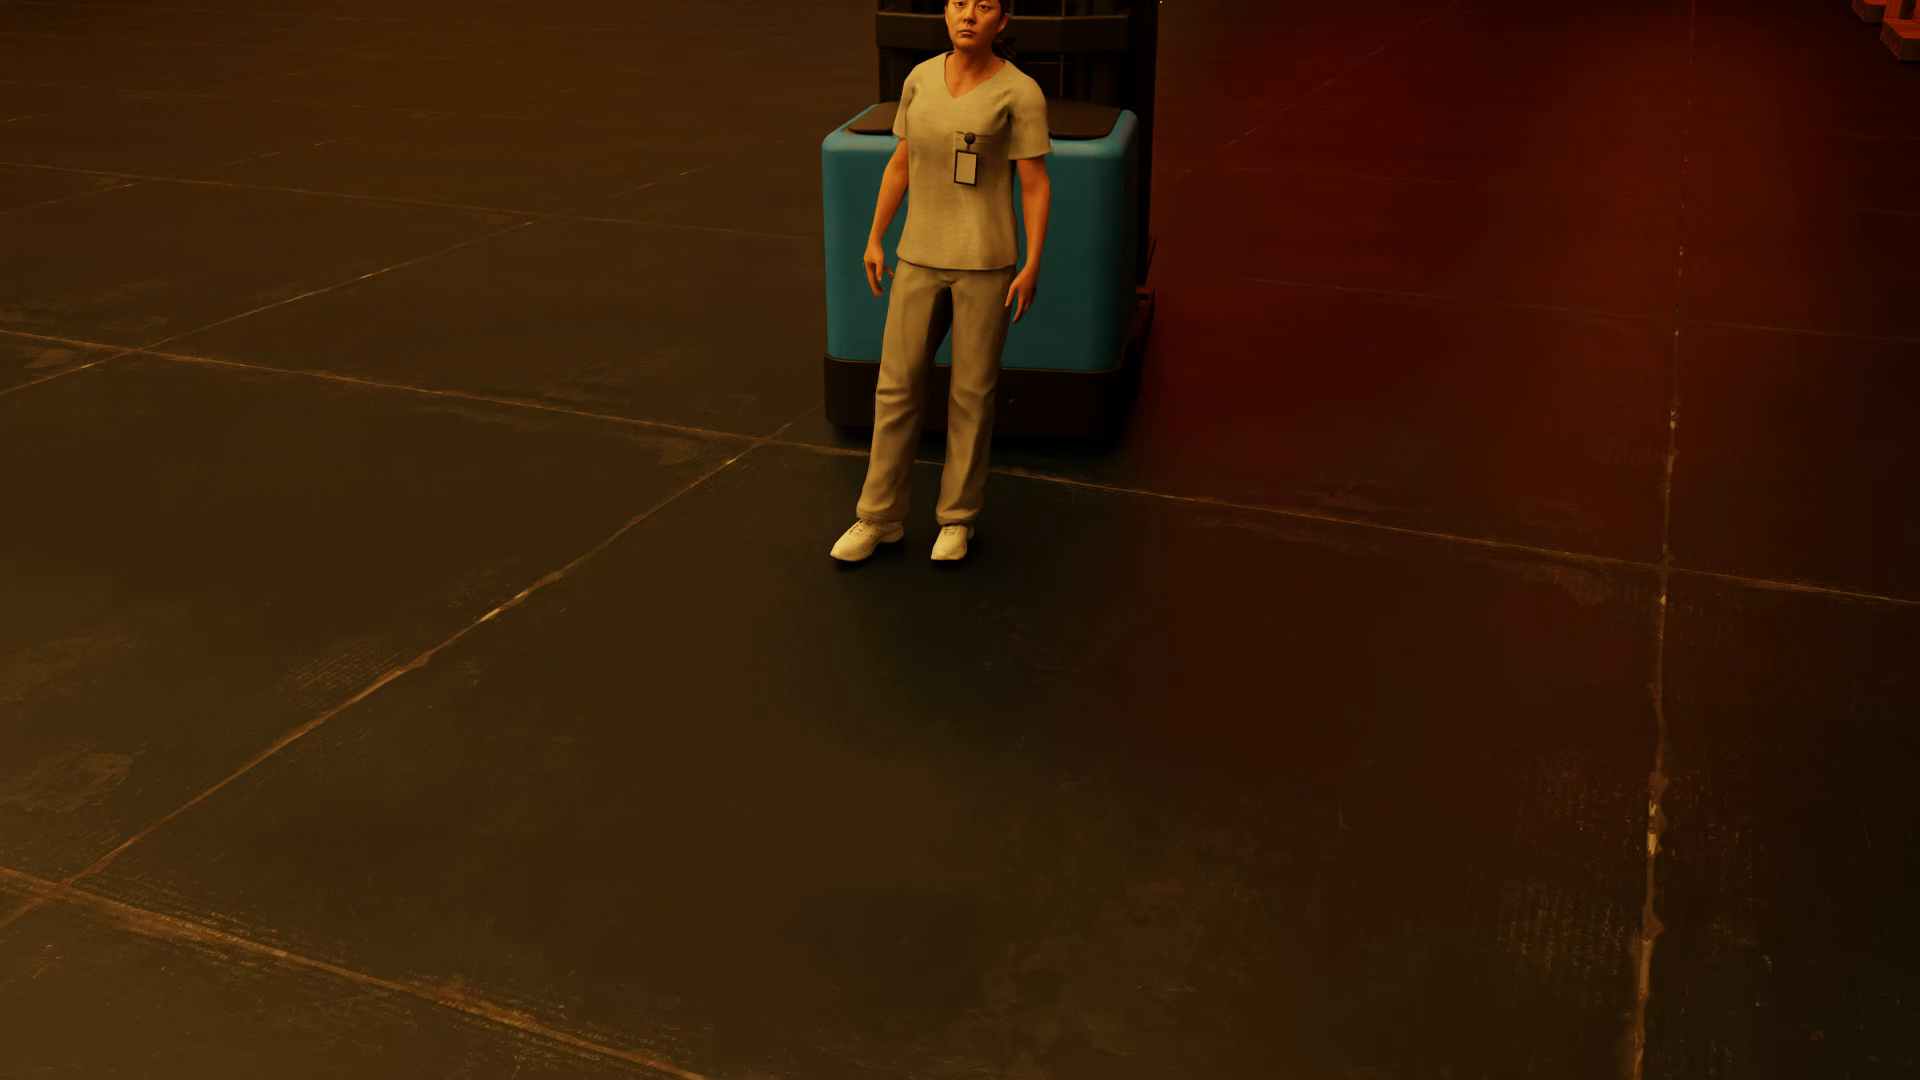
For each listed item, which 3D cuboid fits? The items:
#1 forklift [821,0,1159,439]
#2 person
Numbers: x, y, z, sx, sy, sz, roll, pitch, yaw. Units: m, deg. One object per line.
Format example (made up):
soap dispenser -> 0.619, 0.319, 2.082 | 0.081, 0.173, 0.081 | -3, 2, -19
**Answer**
forklift -> 0.263, -2.236, 6.643 | 1.130, 2.935, 3.031 | 4, 23, 8
person -> -0.041, -0.756, 4.709 | 0.549, 1.675, 0.549 | 9, 24, 21
